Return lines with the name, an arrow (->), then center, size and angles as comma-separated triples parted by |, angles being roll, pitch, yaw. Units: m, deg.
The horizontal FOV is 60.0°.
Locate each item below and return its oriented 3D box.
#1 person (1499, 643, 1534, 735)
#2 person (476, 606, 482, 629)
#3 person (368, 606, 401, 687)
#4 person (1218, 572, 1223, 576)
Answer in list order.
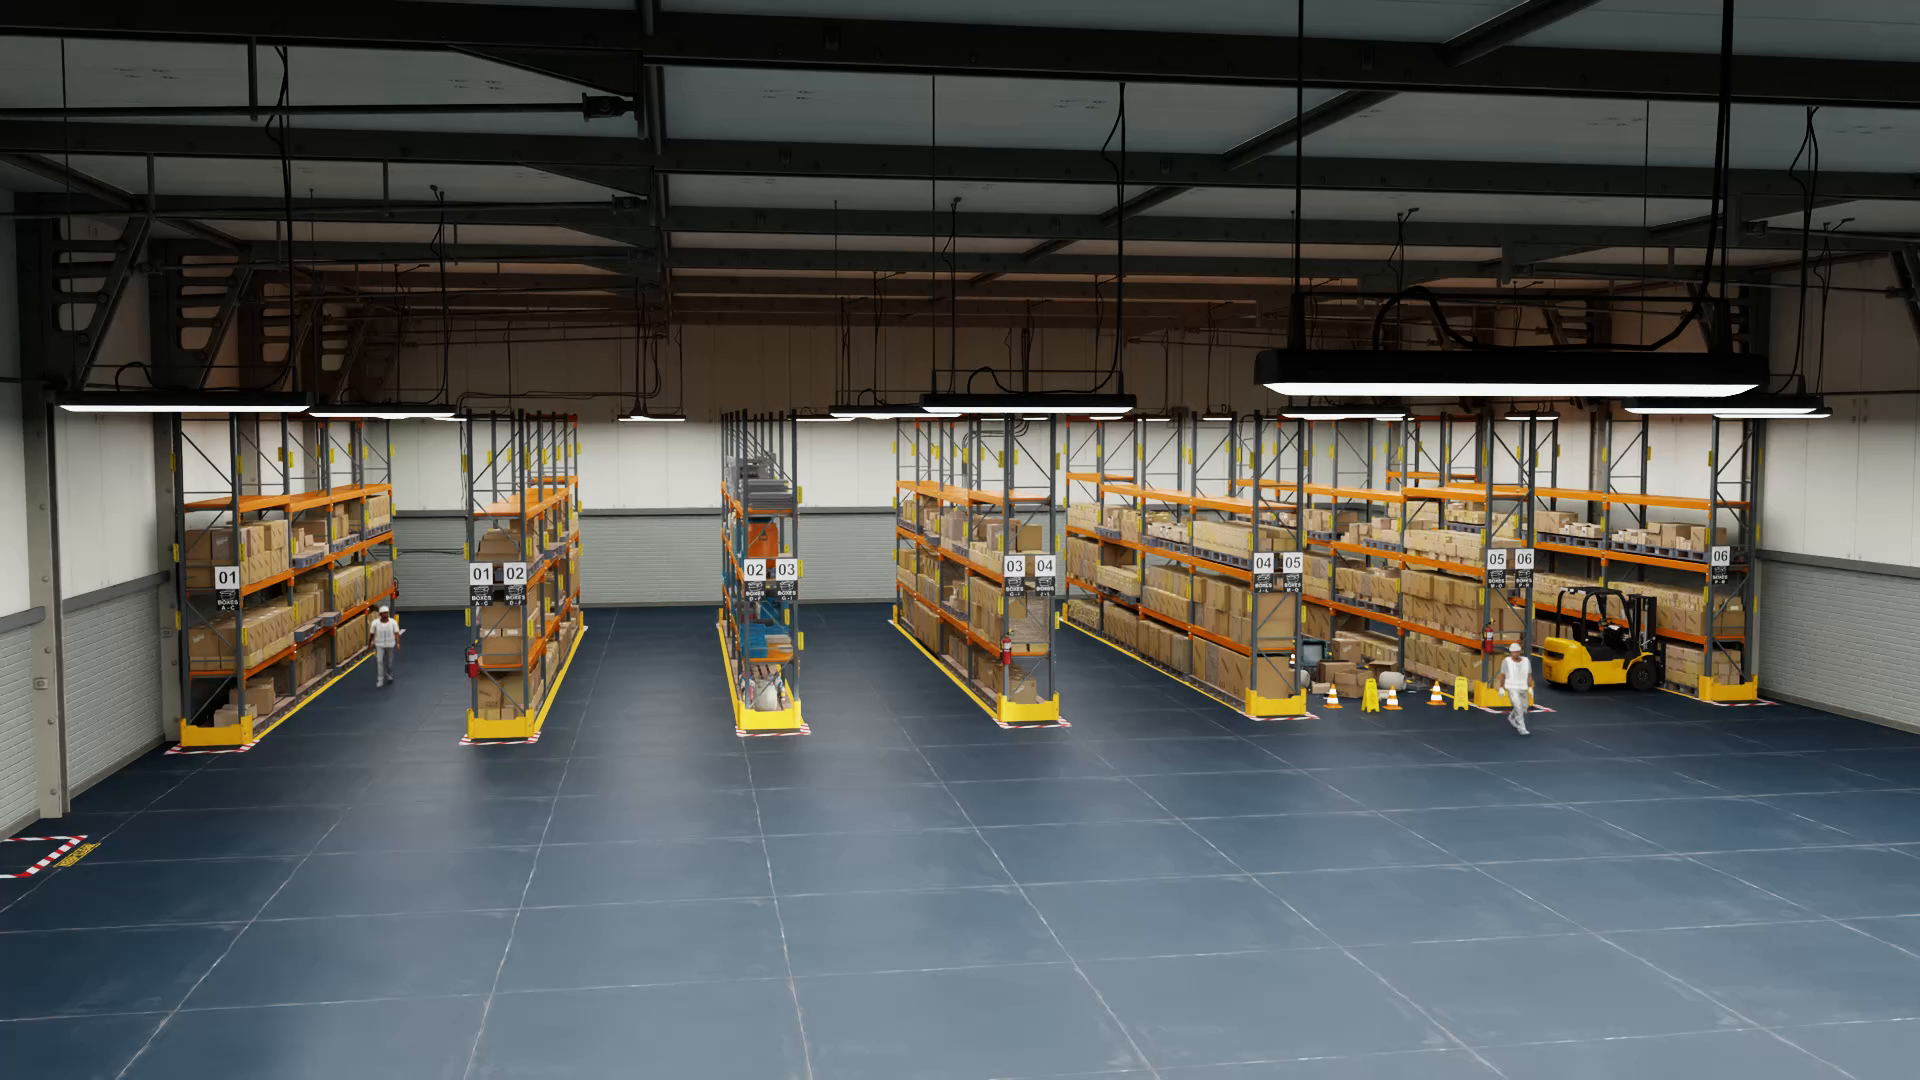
person -> 10.338, 2.738, 30.855 | 0.554, 1.673, 1.049 | 0, 4, -4
person -> -11.911, 2.038, 41.603 | 0.400, 1.534, 0.998 | 0, 4, -7
person -> -12.617, 2.305, 36.427 | 0.683, 1.705, 1.079 | -1, 4, -19
person -> 7.302, 1.624, 45.975 | 0.472, 1.790, 0.603 | 3, 5, 35
